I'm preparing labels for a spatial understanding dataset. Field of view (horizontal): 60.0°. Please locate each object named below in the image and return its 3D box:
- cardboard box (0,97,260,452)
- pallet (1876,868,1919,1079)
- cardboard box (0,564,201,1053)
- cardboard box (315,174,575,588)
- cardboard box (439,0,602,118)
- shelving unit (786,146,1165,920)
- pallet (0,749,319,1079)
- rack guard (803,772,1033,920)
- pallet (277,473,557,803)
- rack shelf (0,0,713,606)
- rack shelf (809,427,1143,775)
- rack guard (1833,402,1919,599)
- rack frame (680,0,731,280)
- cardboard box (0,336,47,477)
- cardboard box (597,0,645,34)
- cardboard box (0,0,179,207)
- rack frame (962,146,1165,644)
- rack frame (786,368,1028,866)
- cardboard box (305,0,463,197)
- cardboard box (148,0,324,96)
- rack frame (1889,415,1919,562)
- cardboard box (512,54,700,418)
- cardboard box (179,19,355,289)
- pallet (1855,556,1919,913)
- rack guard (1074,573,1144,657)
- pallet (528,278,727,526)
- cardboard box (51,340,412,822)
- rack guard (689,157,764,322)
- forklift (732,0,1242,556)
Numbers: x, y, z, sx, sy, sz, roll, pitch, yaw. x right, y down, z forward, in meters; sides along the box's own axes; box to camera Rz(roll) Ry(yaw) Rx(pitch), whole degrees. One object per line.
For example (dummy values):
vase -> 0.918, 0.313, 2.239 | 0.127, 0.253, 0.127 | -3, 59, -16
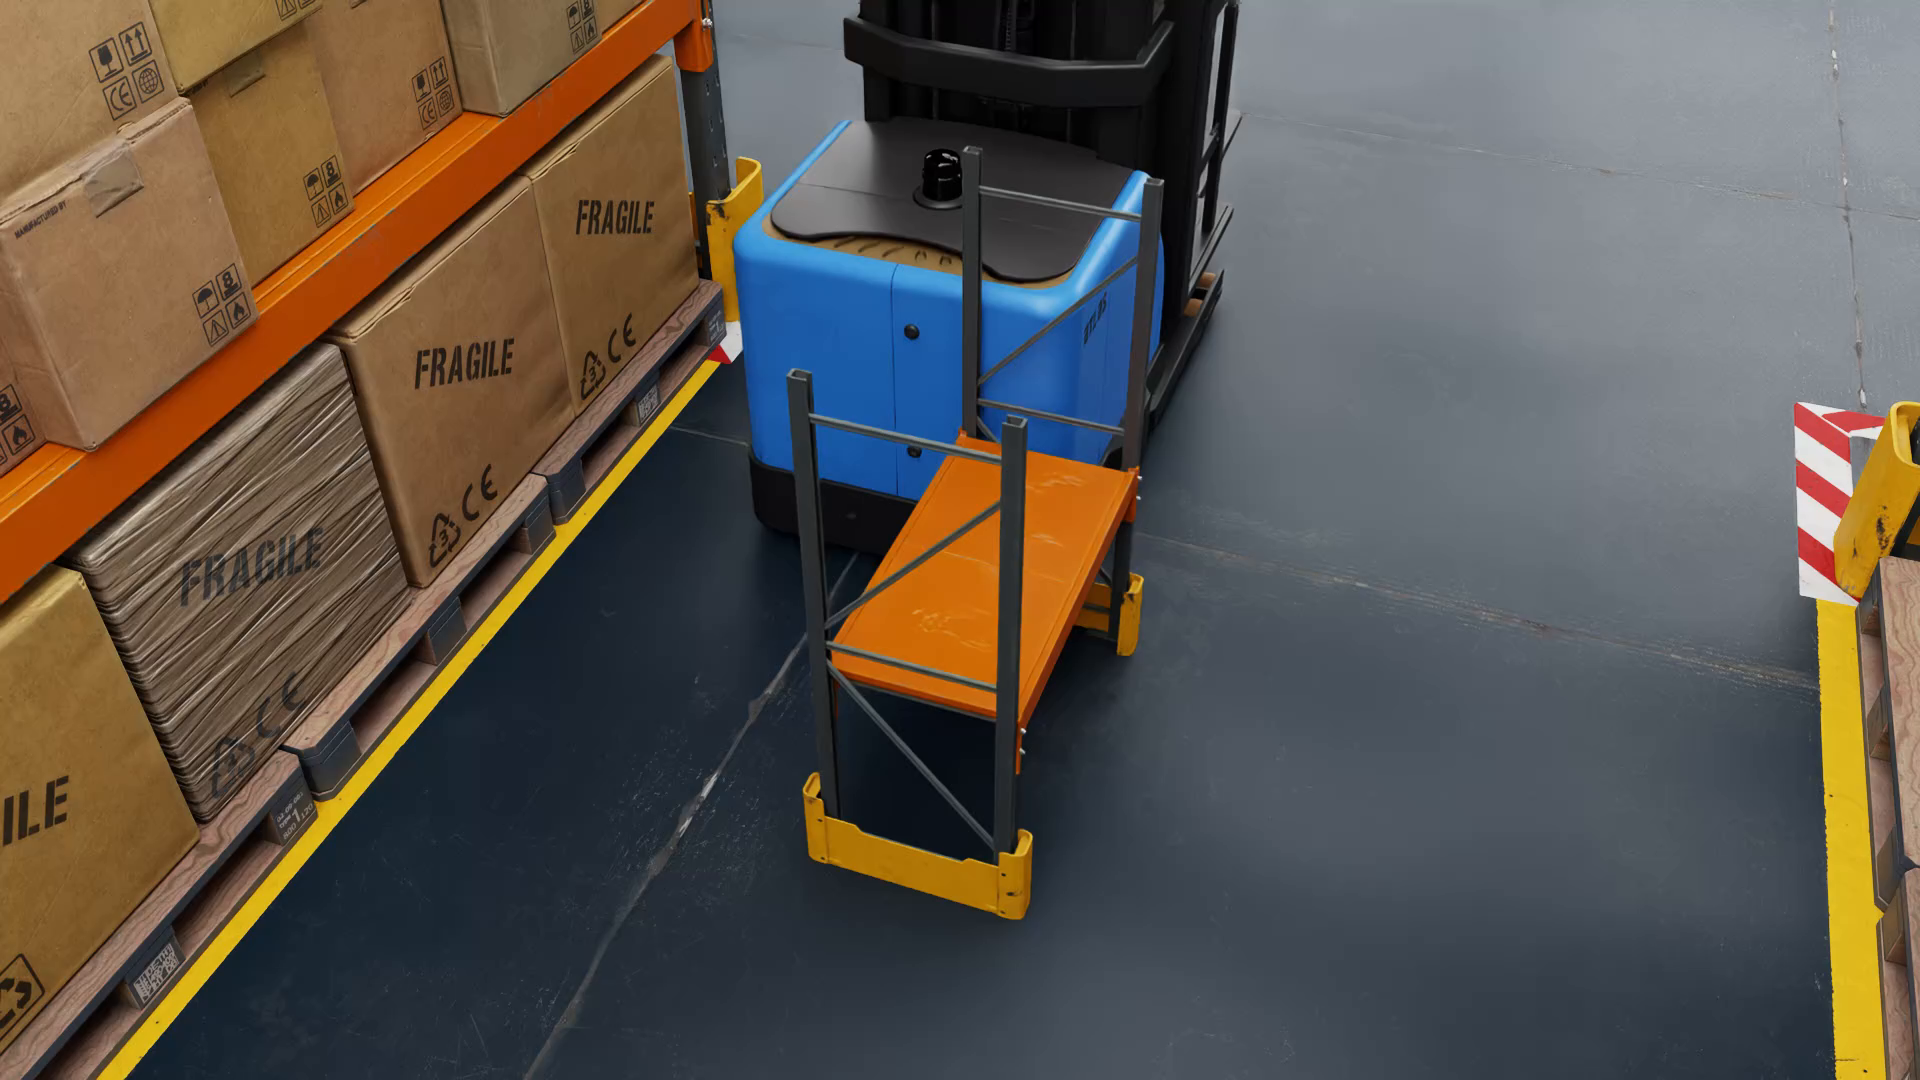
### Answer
cardboard box -> -2.116, -0.650, 3.585 | 0.875, 0.550, 0.550 | 13, 42, 15
pallet -> 2.545, 1.338, 3.519 | 1.003, 0.211, 1.213 | 13, 42, 15
cardboard box -> -2.413, 0.559, 3.597 | 0.875, 0.875, 0.875 | 14, 42, 16
cardboard box -> -1.794, -0.547, 4.893 | 0.875, 0.875, 0.875 | 13, 42, 14
cardboard box -> -1.577, -1.641, 4.747 | 0.875, 0.550, 0.550 | 13, 42, 15
shelving unit -> 0.065, -0.014, 4.111 | 0.587, 1.500, 1.083 | 14, 42, 15
pallet -> -2.360, 0.893, 4.040 | 1.003, 0.211, 1.213 | 13, 42, 15
rack guard -> -0.108, 0.765, 4.161 | 0.587, 0.250, 0.087 | 14, 42, 15
pallet -> -1.944, 0.147, 4.916 | 1.003, 0.211, 1.213 | 13, 42, 15
rack shelf -> -2.009, -0.667, 4.275 | 1.077, 0.370, 4.000 | 13, 42, 15
rack shelf -> 0.068, 0.117, 4.234 | 0.538, 0.185, 1.000 | 14, 42, 15
rack guard -> 3.275, -0.001, 4.866 | 1.175, 0.500, 0.348 | 13, 42, 15
rack frame -> -1.326, -2.161, 5.472 | 1.000, 3.000, 0.127 | 13, 42, 15
cardboard box -> -2.412, -0.346, 3.229 | 0.875, 0.550, 0.550 | 13, 42, 15
cardboard box -> -1.410, -1.982, 5.146 | 0.875, 0.550, 0.550 | 13, 42, 15
cardboard box -> -2.142, -1.067, 3.241 | 0.875, 0.550, 0.550 | 13, 42, 15
rack frame -> 0.245, -0.329, 4.480 | 0.500, 1.500, 0.032 | 14, 42, 15
rack frame -> -0.108, 0.290, 3.755 | 0.500, 1.500, 0.032 | 14, 42, 15
cardboard box -> -1.887, -1.328, 4.379 | 0.875, 0.550, 0.550 | 13, 42, 15
cardboard box -> -1.968, -1.392, 3.622 | 0.875, 0.550, 0.500 | 13, 42, 15
rack frame -> 3.301, -0.998, 4.109 | 1.000, 3.000, 0.127 | 13, 42, 15
cardboard box -> -1.495, -1.084, 5.523 | 0.875, 0.875, 0.875 | 14, 42, 15
cardboard box -> -2.029, -0.995, 3.990 | 0.875, 0.550, 0.500 | 13, 42, 15
pallet -> 2.964, 0.596, 4.388 | 1.003, 0.211, 1.213 | 13, 42, 15
rack guard -> 0.238, 0.158, 4.872 | 0.587, 0.250, 0.087 | 14, 42, 15
pallet -> -1.525, -0.595, 5.785 | 1.003, 0.211, 1.213 | 13, 42, 15
cardboard box -> -2.108, 0.009, 4.242 | 0.875, 0.875, 0.875 | 14, 42, 15
rack guard -> -1.317, -1.225, 6.300 | 1.175, 0.500, 0.348 | 13, 42, 15
forklift -> 0.342, -1.920, 5.242 | 1.130, 2.935, 3.031 | 14, 42, 15
